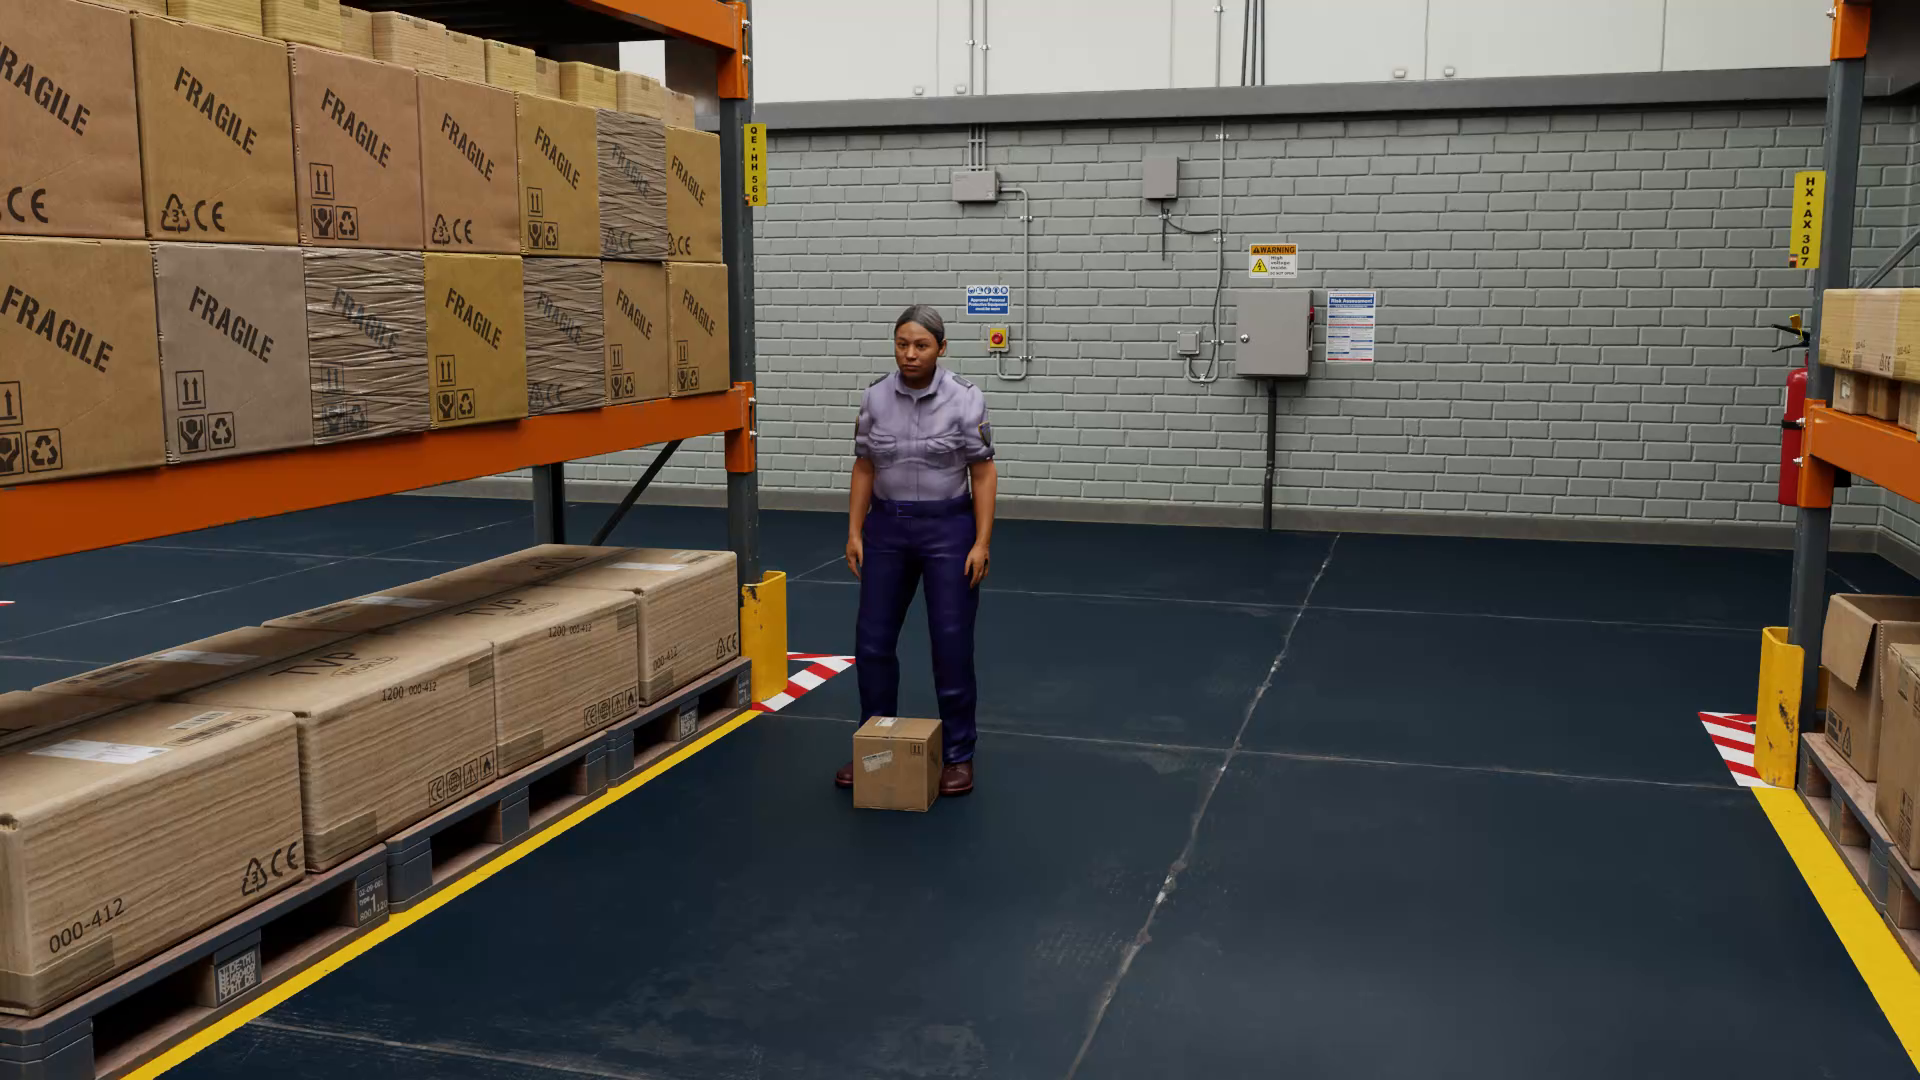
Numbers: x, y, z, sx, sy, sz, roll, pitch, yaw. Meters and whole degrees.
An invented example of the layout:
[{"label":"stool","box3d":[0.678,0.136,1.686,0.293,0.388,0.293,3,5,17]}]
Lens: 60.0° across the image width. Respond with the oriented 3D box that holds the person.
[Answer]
[{"label":"person","box3d":[-0.143,0.025,5.713,0.537,1.647,0.371,2,9,15]}]
